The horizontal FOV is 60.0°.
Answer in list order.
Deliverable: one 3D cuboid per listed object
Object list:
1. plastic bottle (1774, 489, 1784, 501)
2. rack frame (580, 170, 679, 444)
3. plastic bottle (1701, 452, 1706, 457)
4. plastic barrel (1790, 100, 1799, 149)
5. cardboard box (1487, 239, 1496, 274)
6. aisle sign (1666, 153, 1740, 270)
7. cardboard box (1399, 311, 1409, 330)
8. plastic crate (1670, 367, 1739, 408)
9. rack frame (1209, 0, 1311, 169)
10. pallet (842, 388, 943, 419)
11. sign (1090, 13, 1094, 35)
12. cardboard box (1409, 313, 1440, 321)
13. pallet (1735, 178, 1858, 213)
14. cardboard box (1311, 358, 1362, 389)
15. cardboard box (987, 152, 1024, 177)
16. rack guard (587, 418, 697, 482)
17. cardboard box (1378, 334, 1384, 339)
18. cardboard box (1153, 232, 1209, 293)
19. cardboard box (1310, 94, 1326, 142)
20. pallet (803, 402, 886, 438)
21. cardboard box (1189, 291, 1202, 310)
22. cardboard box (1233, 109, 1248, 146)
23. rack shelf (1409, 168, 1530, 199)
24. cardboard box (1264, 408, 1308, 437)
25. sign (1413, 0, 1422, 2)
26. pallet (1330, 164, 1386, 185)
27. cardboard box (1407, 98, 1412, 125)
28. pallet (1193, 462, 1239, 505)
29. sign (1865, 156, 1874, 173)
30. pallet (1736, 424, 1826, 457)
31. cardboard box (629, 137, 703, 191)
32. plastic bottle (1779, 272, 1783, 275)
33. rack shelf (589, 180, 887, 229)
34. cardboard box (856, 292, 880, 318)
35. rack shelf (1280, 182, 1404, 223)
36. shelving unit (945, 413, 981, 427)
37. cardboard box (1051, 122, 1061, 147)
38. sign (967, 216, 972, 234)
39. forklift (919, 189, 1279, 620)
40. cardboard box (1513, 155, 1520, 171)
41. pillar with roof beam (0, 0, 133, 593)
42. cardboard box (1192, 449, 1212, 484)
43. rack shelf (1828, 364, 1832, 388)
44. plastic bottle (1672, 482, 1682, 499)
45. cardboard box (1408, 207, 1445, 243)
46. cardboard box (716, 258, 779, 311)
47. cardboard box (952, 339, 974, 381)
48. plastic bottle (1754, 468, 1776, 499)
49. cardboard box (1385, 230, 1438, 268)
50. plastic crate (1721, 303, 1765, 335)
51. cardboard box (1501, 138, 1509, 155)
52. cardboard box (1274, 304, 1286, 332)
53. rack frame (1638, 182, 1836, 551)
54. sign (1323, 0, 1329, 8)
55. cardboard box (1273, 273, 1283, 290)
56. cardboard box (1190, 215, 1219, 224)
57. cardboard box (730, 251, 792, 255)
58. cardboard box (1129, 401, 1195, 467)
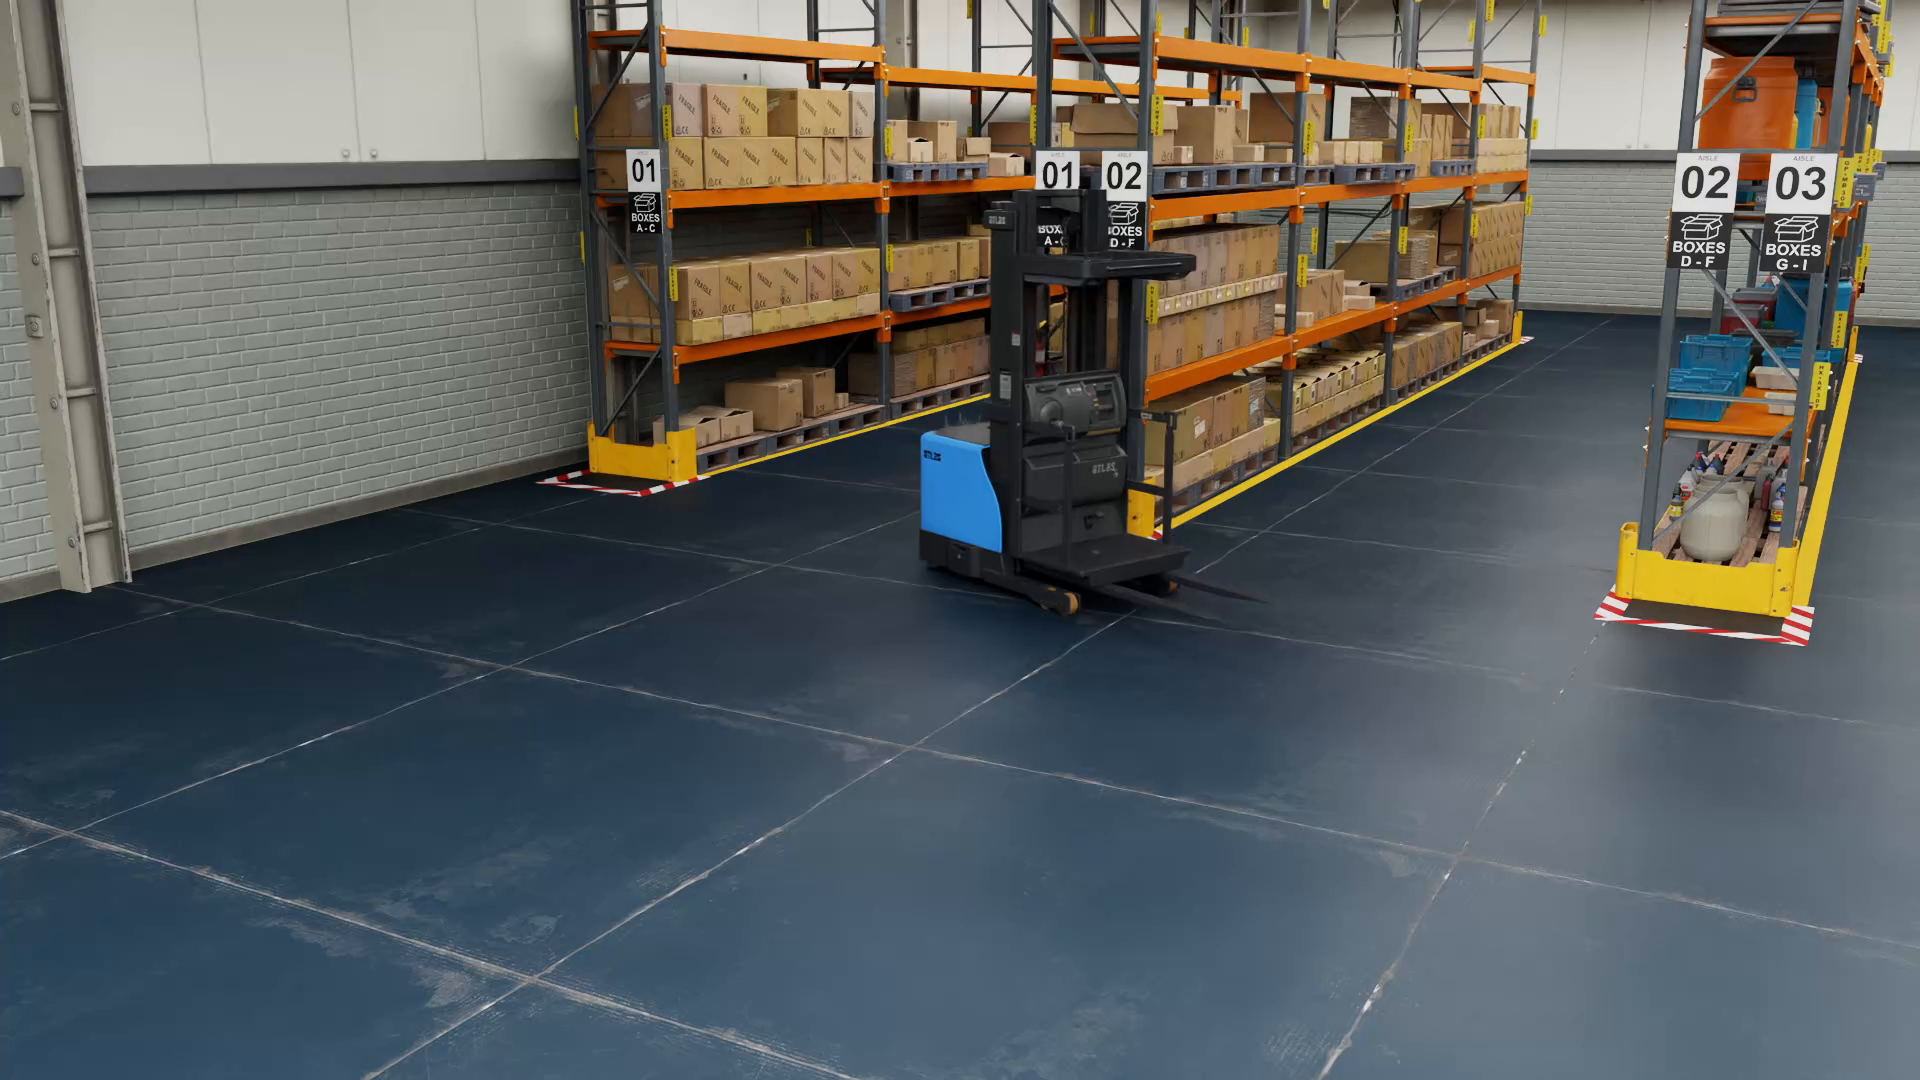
[{"bbox_3d":[6.747,-0.282,13.685,0.097,0.271,0.097,0,14,0],"label":"plastic bottle"},{"bbox_3d":[-3.240,-2.110,16.385,1.000,3.000,0.127,7,15,28],"label":"rack frame"},{"bbox_3d":[6.828,-0.680,15.336,0.097,0.271,0.097,0,14,0],"label":"plastic bottle"},{"bbox_3d":[5.872,-2.990,12.336,0.600,0.588,0.600,0,14,0],"label":"plastic barrel"},{"bbox_3d":[7.872,-4.341,25.428,0.500,0.500,0.500,7,15,28],"label":"cardboard box"},{"bbox_3d":[5.137,-2.270,11.503,0.394,0.787,0.004,7,15,28],"label":"aisle sign"},{"bbox_3d":[5.968,-3.098,23.277,0.500,0.250,0.500,7,15,28],"label":"cardboard box"},{"bbox_3d":[5.731,-1.184,12.863,0.499,0.251,0.408,7,15,28],"label":"plastic crate"},{"bbox_3d":[3.031,-5.286,16.761,1.000,3.000,0.127,7,15,28],"label":"rack frame"},{"bbox_3d":[-0.932,-1.735,20.779,1.003,0.211,1.213,7,15,28],"label":"pallet"},{"bbox_3d":[2.087,-8.087,26.047,0.100,0.325,0.005,7,15,28],"label":"sign"},{"bbox_3d":[6.926,-3.159,25.132,0.500,0.500,0.500,7,15,28],"label":"cardboard box"},{"bbox_3d":[5.918,-2.512,12.058,1.003,0.211,1.213,7,15,28],"label":"pallet"},{"bbox_3d":[4.435,-1.985,19.640,0.500,0.311,0.500,7,15,28],"label":"cardboard box"},{"bbox_3d":[0.515,-4.997,22.110,0.500,0.311,0.500,7,15,28],"label":"cardboard box"},{"bbox_3d":[-3.204,-0.910,16.742,1.175,0.500,0.348,7,15,28],"label":"rack guard"},{"bbox_3d":[5.462,-2.514,22.456,0.500,0.500,0.500,7,15,26],"label":"cardboard box"},{"bbox_3d":[1.853,-2.546,15.212,0.700,0.500,0.500,7,15,28],"label":"cardboard box"},{"bbox_3d":[3.619,-4.566,17.995,0.500,0.500,0.500,9,16,33],"label":"cardboard box"},{"bbox_3d":[-1.601,-1.433,19.528,1.003,0.211,1.213,7,15,28],"label":"pallet"},{"bbox_3d":[1.974,-2.181,15.084,0.380,0.149,0.250,7,15,26],"label":"cardboard box"},{"bbox_3d":[2.557,-4.076,16.730,0.500,0.500,0.500,9,16,33],"label":"cardboard box"},{"bbox_3d":[7.866,-5.530,25.707,1.077,0.370,4.000,7,15,28],"label":"rack shelf"},{"bbox_3d":[3.443,-1.292,17.964,0.500,0.250,0.500,7,15,27],"label":"cardboard box"},{"bbox_3d":[5.453,-6.576,19.779,0.100,0.325,0.005,7,15,28],"label":"sign"},{"bbox_3d":[4.177,-4.178,18.966,1.003,0.211,1.213,8,16,31],"label":"pallet"},{"bbox_3d":[5.428,-5.377,21.190,0.500,0.500,0.500,7,15,28],"label":"cardboard box"},{"bbox_3d":[2.022,-0.605,16.091,1.003,0.211,1.213,7,15,28],"label":"pallet"},{"bbox_3d":[9.784,-3.975,17.945,0.100,0.325,0.005,7,15,28],"label":"sign"},{"bbox_3d":[8.891,-1.119,18.223,1.003,0.211,1.213,7,15,28],"label":"pallet"},{"bbox_3d":[-2.860,-3.667,16.186,0.500,0.500,0.500,8,16,30],"label":"cardboard box"},{"bbox_3d":[10.760,-3.382,21.765,0.144,0.351,0.185,7,15,28],"label":"plastic bottle"},{"bbox_3d":[-2.274,-3.629,17.820,1.077,0.370,4.000,7,15,28],"label":"rack shelf"},{"bbox_3d":[-1.270,-2.736,19.259,0.500,0.250,0.500,7,15,28],"label":"cardboard box"},{"bbox_3d":[3.998,-3.889,18.899,1.077,0.370,4.000,7,15,28],"label":"rack shelf"},{"bbox_3d":[0.026,-0.521,13.956,0.215,1.050,0.252,7,15,28],"label":"shelving unit"},{"bbox_3d":[1.021,-5.692,23.693,0.700,0.500,0.500,6,15,25],"label":"cardboard box"},{"bbox_3d":[0.139,-4.376,23.315,0.100,0.325,0.005,7,15,28],"label":"sign"},{"bbox_3d":[0.981,-1.017,11.999,1.130,2.935,3.031,-10,17,-37],"label":"forklift"},{"bbox_3d":[8.564,-5.981,26.361,0.500,0.250,0.500,7,15,28],"label":"cardboard box"},{"bbox_3d":[-2.791,-3.549,9.555,9.100,9.000,0.400,7,15,28],"label":"pillar with roof beam"},{"bbox_3d":[2.032,-0.707,15.537,0.500,0.250,0.500,7,15,28],"label":"cardboard box"},{"bbox_3d":[8.333,-1.869,16.919,1.077,0.370,4.000,7,15,28],"label":"rack shelf"},{"bbox_3d":[5.977,-0.333,13.873,0.061,0.283,0.133,8,16,29],"label":"plastic bottle"},{"bbox_3d":[6.917,-4.679,24.695,0.500,0.500,0.500,7,15,28],"label":"cardboard box"},{"bbox_3d":[-2.244,-2.681,17.430,0.500,0.500,0.500,7,15,26],"label":"cardboard box"},{"bbox_3d":[-0.242,-2.399,21.977,0.700,0.500,0.500,7,15,28],"label":"cardboard box"},{"bbox_3d":[7.072,-0.505,14.602,0.152,0.276,0.135,7,15,28],"label":"plastic bottle"},{"bbox_3d":[6.474,-4.192,23.913,0.700,0.500,0.500,2,14,9],"label":"cardboard box"},{"bbox_3d":[7.332,-1.973,15.681,0.402,0.464,0.583,7,15,28],"label":"plastic crate"},{"bbox_3d":[8.085,-6.018,25.449,0.500,0.250,0.500,7,15,28],"label":"cardboard box"},{"bbox_3d":[3.231,-2.403,17.921,0.500,0.250,0.500,9,16,32],"label":"cardboard box"},{"bbox_3d":[5.432,-0.987,11.729,1.000,3.000,0.127,7,15,28],"label":"rack frame"},{"bbox_3d":[4.485,-6.659,20.293,0.100,0.325,0.005,7,15,28],"label":"sign"},{"bbox_3d":[3.087,-2.654,17.044,0.380,0.149,0.250,7,15,28],"label":"cardboard box"},{"bbox_3d":[3.915,-5.282,28.903,0.980,0.700,0.700,7,15,28],"label":"cardboard box"},{"bbox_3d":[-2.216,-2.952,18.554,0.500,0.500,0.500,8,16,30],"label":"cardboard box"},{"bbox_3d":[1.792,-0.969,15.023,0.500,0.500,0.500,7,15,28],"label":"cardboard box"}]
